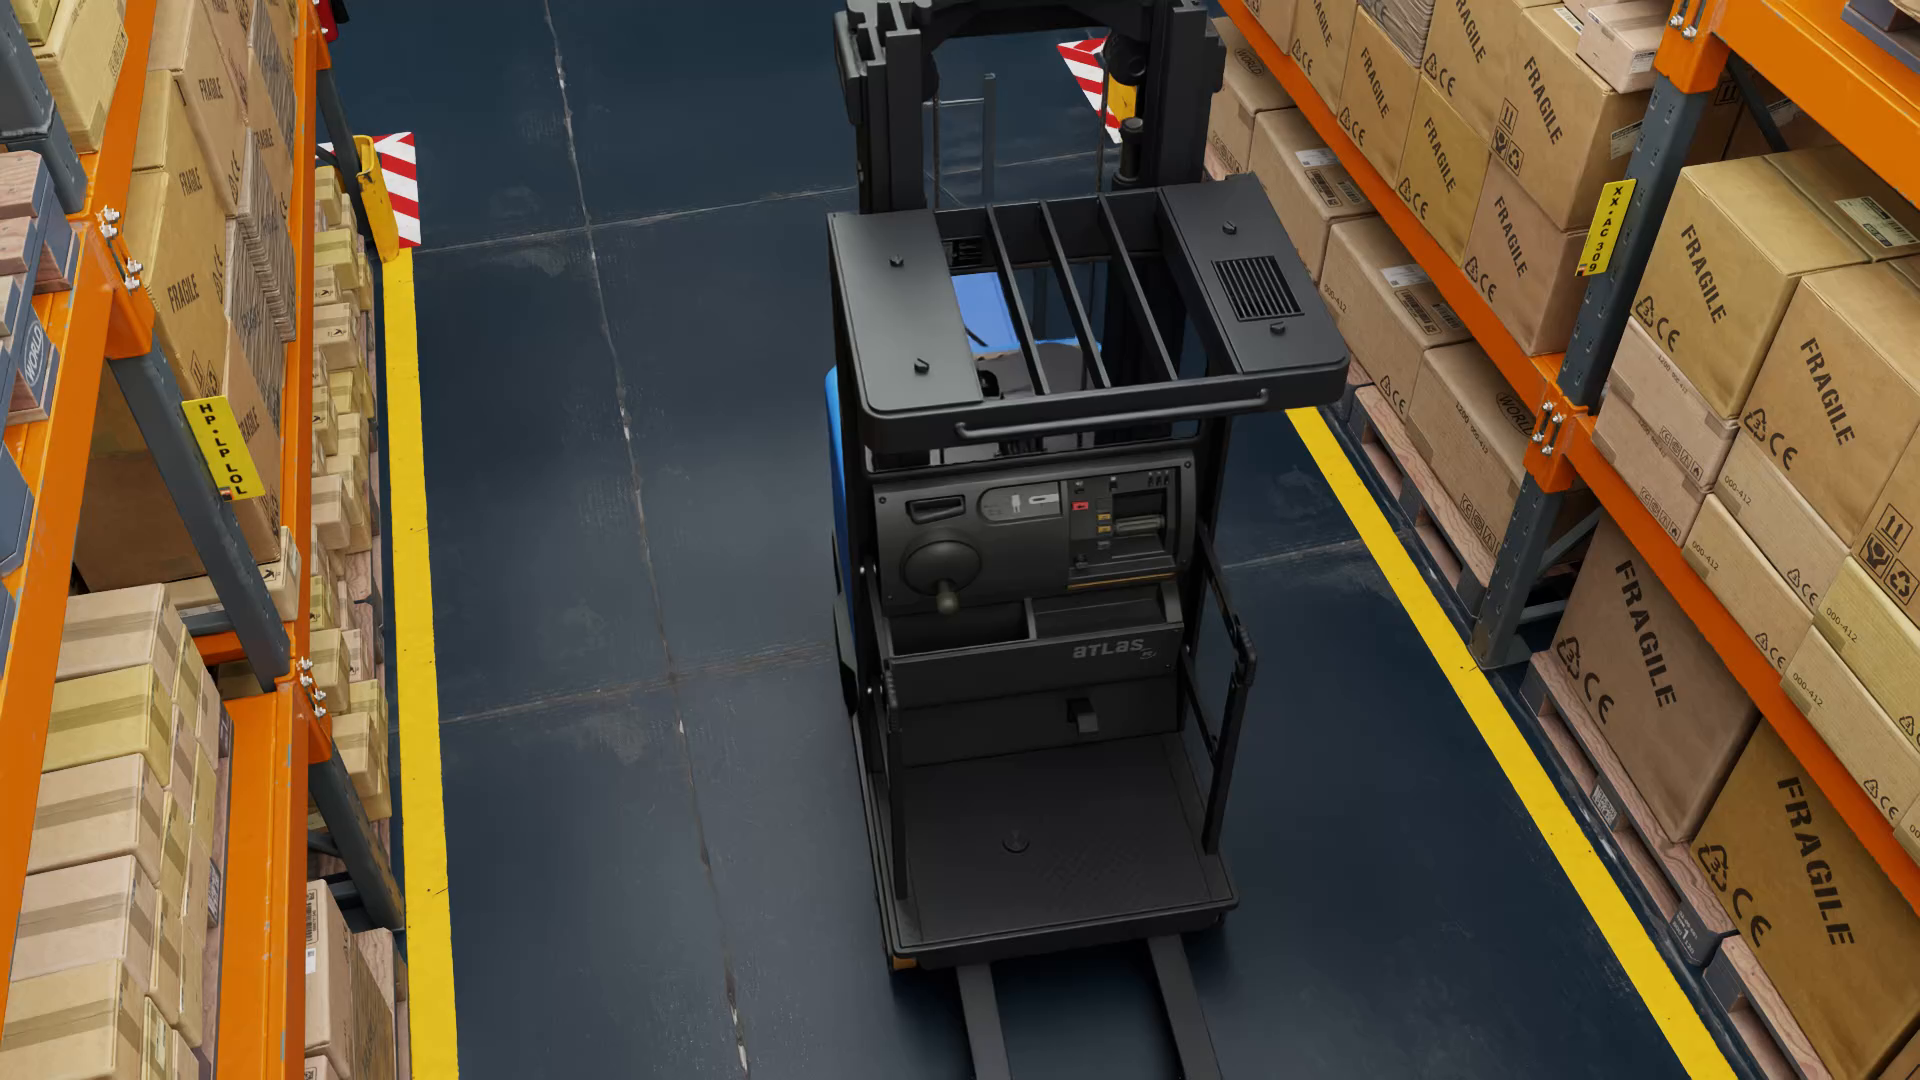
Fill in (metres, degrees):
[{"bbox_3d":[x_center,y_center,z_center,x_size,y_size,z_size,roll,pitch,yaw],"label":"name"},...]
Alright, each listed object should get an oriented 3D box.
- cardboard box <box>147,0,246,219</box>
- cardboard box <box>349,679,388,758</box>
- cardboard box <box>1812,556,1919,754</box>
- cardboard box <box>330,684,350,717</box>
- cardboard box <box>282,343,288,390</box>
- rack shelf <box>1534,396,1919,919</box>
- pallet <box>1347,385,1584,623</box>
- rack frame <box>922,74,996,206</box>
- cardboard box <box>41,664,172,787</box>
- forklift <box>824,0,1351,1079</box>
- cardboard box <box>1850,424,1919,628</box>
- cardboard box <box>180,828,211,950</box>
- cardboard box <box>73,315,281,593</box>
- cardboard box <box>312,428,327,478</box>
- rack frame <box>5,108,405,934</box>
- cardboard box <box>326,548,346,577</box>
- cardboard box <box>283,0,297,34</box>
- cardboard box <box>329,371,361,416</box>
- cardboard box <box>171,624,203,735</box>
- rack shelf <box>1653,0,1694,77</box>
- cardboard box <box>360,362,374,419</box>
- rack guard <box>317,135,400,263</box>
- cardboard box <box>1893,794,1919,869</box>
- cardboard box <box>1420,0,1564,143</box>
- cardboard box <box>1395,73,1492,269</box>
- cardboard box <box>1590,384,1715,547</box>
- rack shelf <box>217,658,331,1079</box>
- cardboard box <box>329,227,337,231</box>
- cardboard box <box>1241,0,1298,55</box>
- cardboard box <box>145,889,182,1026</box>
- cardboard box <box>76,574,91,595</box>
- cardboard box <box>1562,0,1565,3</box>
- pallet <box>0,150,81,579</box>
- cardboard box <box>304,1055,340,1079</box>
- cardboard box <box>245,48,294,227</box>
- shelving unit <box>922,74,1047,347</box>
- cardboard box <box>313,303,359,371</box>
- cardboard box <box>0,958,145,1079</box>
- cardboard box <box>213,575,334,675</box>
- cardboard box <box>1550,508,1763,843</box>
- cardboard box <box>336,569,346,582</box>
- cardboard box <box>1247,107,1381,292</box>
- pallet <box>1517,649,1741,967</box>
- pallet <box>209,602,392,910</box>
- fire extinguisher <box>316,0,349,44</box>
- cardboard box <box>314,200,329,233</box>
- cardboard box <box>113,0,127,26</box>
[{"bbox_3d":[-2.455,-1.264,4.910,0.500,0.500,0.500,-10,46,-10],"label":"cardboard box"},{"bbox_3d":[-2.179,0.646,5.718,0.380,0.149,0.250,-9,46,-9],"label":"cardboard box"},{"bbox_3d":[2.535,0.256,4.154,0.500,0.250,0.500,-10,46,-10],"label":"cardboard box"},{"bbox_3d":[-2.263,0.569,5.586,0.380,0.149,0.250,-10,46,-10],"label":"cardboard box"},{"bbox_3d":[-2.407,-0.592,5.406,0.380,0.149,0.250,-10,46,-10],"label":"cardboard box"},{"bbox_3d":[2.943,0.947,4.225,1.077,0.370,4.000,-11,47,-10],"label":"rack shelf"},{"bbox_3d":[2.312,-0.249,6.846,1.003,0.211,1.213,-11,47,-10],"label":"pallet"},{"bbox_3d":[-0.112,-1.234,6.909,0.500,1.500,0.032,-7,46,-7],"label":"rack frame"},{"bbox_3d":[-1.967,0.449,3.675,0.380,0.149,0.250,-12,47,-12],"label":"cardboard box"},{"bbox_3d":[0.259,0.076,4.623,1.130,2.935,3.031,-7,46,-7],"label":"forklift"},{"bbox_3d":[2.549,-0.021,3.900,0.500,0.500,0.500,-12,47,-11],"label":"cardboard box"},{"bbox_3d":[-1.906,0.820,3.728,0.380,0.149,0.250,-11,47,-10],"label":"cardboard box"},{"bbox_3d":[-2.212,-0.238,4.604,0.500,0.500,0.500,-11,47,-11],"label":"cardboard box"},{"bbox_3d":[-2.566,-0.250,6.180,0.380,0.149,0.250,-12,47,-12],"label":"cardboard box"},{"bbox_3d":[-2.328,0.289,4.366,1.000,3.000,0.127,-11,47,-10],"label":"rack frame"},{"bbox_3d":[-2.475,0.026,6.118,0.380,0.149,0.250,-9,46,-8],"label":"cardboard box"},{"bbox_3d":[-2.989,-2.348,6.673,0.500,0.500,0.500,-10,46,-9],"label":"cardboard box"},{"bbox_3d":[-2.614,-0.519,6.652,0.380,0.149,0.250,-9,46,-8],"label":"cardboard box"},{"bbox_3d":[-2.036,0.365,3.966,0.380,0.149,0.250,-9,46,-9],"label":"cardboard box"},{"bbox_3d":[1.919,-2.864,5.860,1.077,0.370,4.000,-11,47,-10],"label":"rack shelf"},{"bbox_3d":[-2.666,-0.606,6.946,0.380,0.149,0.250,-13,47,-12],"label":"cardboard box"},{"bbox_3d":[-3.333,-1.545,7.914,1.175,0.500,0.348,-11,47,-10],"label":"rack guard"},{"bbox_3d":[2.657,0.780,3.991,0.500,0.250,0.500,-11,47,-11],"label":"cardboard box"},{"bbox_3d":[1.921,-1.697,5.543,0.500,0.500,0.500,-11,47,-11],"label":"cardboard box"},{"bbox_3d":[1.928,-1.348,5.901,0.500,0.500,0.500,-12,47,-11],"label":"cardboard box"},{"bbox_3d":[2.288,-0.281,5.030,0.500,0.250,0.500,-12,47,-11],"label":"cardboard box"},{"bbox_3d":[-1.816,1.922,3.270,1.077,0.370,4.000,-11,47,-10],"label":"rack shelf"},{"bbox_3d":[-2.927,-1.223,7.342,0.380,0.149,0.250,-12,47,-11],"label":"cardboard box"},{"bbox_3d":[1.521,-2.399,6.931,0.500,0.500,0.500,-11,47,-11],"label":"cardboard box"},{"bbox_3d":[-1.832,0.906,3.435,0.380,0.149,0.250,-12,47,-12],"label":"cardboard box"},{"bbox_3d":[-2.628,0.223,4.607,0.380,0.149,0.250,-11,47,-11],"label":"cardboard box"},{"bbox_3d":[2.027,-1.828,5.217,0.380,0.149,0.250,-11,47,-10],"label":"cardboard box"},{"bbox_3d":[-2.273,-0.249,2.925,1.213,0.211,1.003,-11,47,-10],"label":"pallet"},{"bbox_3d":[-1.775,1.580,4.032,0.500,0.250,0.500,-9,46,-8],"label":"cardboard box"},{"bbox_3d":[-2.605,-1.297,5.643,0.500,0.500,0.500,-9,46,-8],"label":"cardboard box"},{"bbox_3d":[-0.028,-0.876,6.558,0.538,1.500,1.048,-7,46,-7],"label":"shelving unit"},{"bbox_3d":[-2.646,-0.805,6.724,0.380,0.149,0.250,-9,46,-9],"label":"cardboard box"},{"bbox_3d":[-1.776,0.979,3.155,0.380,0.149,0.250,-12,47,-12],"label":"cardboard box"},{"bbox_3d":[-2.342,0.290,5.651,0.380,0.149,0.250,-11,47,-11],"label":"cardboard box"},{"bbox_3d":[2.667,0.325,5.525,0.875,0.875,0.875,-9,46,-9],"label":"cardboard box"},{"bbox_3d":[-2.509,0.139,6.216,0.380,0.149,0.250,-13,47,-12],"label":"cardboard box"},{"bbox_3d":[1.915,-1.629,7.747,0.875,0.438,0.875,-10,46,-9],"label":"cardboard box"},{"bbox_3d":[2.701,0.810,5.809,1.003,0.211,1.213,-11,47,-10],"label":"pallet"},{"bbox_3d":[-2.535,0.808,5.810,1.003,0.211,1.213,-11,47,-10],"label":"pallet"},{"bbox_3d":[-2.971,-2.573,7.486,0.296,0.674,0.183,-11,47,-10],"label":"fire extinguisher"},{"bbox_3d":[-2.963,-1.326,7.235,0.380,0.149,0.250,-10,46,-10],"label":"cardboard box"},{"bbox_3d":[-2.329,-1.420,4.046,0.500,0.250,0.500,-11,47,-11],"label":"cardboard box"}]
